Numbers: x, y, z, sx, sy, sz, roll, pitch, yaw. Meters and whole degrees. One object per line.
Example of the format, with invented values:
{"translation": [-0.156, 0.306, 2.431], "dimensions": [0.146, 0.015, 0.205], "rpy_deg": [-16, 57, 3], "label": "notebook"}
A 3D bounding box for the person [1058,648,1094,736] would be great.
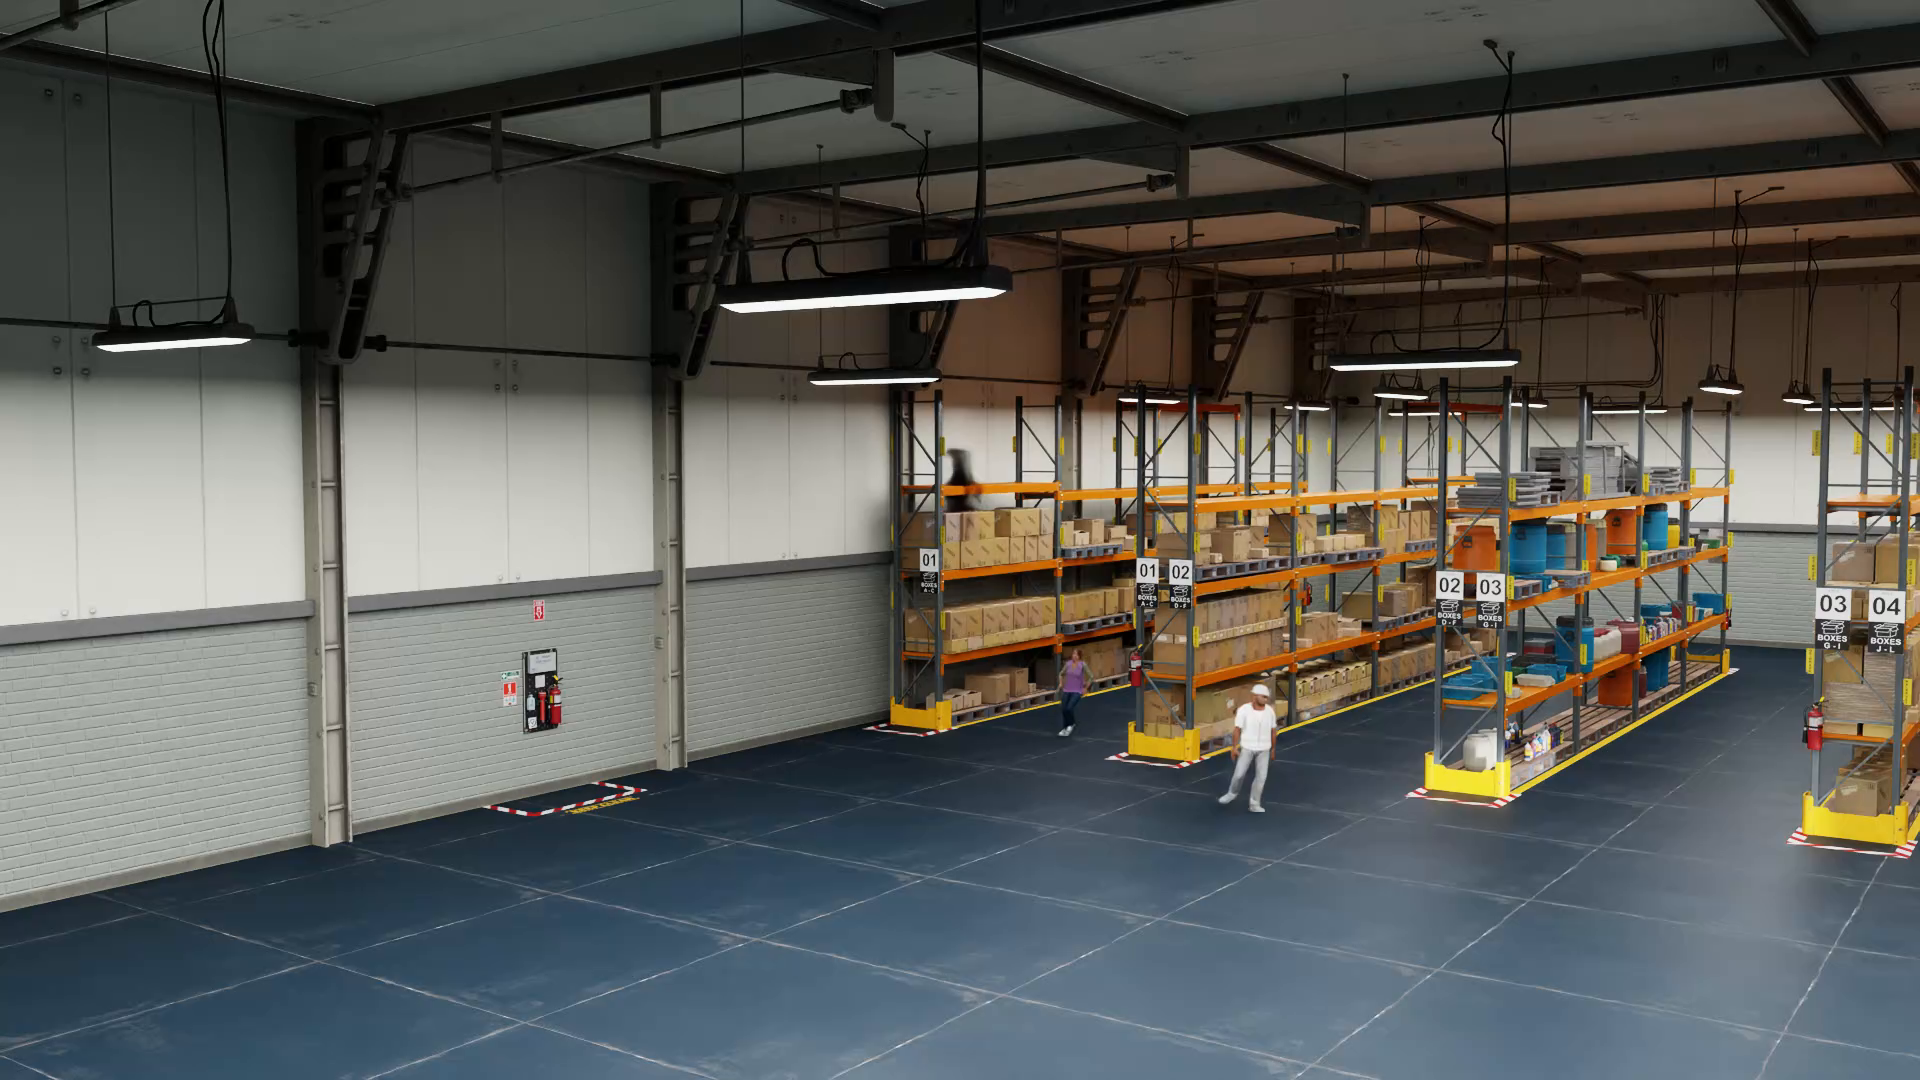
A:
{"translation": [1.950, 2.617, 28.549], "dimensions": [0.608, 1.539, 0.547], "rpy_deg": [2, 4, 29], "label": "person"}

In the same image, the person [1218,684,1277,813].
{"translation": [3.947, 2.839, 22.779], "dimensions": [0.763, 1.757, 0.514], "rpy_deg": [0, 3, -8], "label": "person"}
